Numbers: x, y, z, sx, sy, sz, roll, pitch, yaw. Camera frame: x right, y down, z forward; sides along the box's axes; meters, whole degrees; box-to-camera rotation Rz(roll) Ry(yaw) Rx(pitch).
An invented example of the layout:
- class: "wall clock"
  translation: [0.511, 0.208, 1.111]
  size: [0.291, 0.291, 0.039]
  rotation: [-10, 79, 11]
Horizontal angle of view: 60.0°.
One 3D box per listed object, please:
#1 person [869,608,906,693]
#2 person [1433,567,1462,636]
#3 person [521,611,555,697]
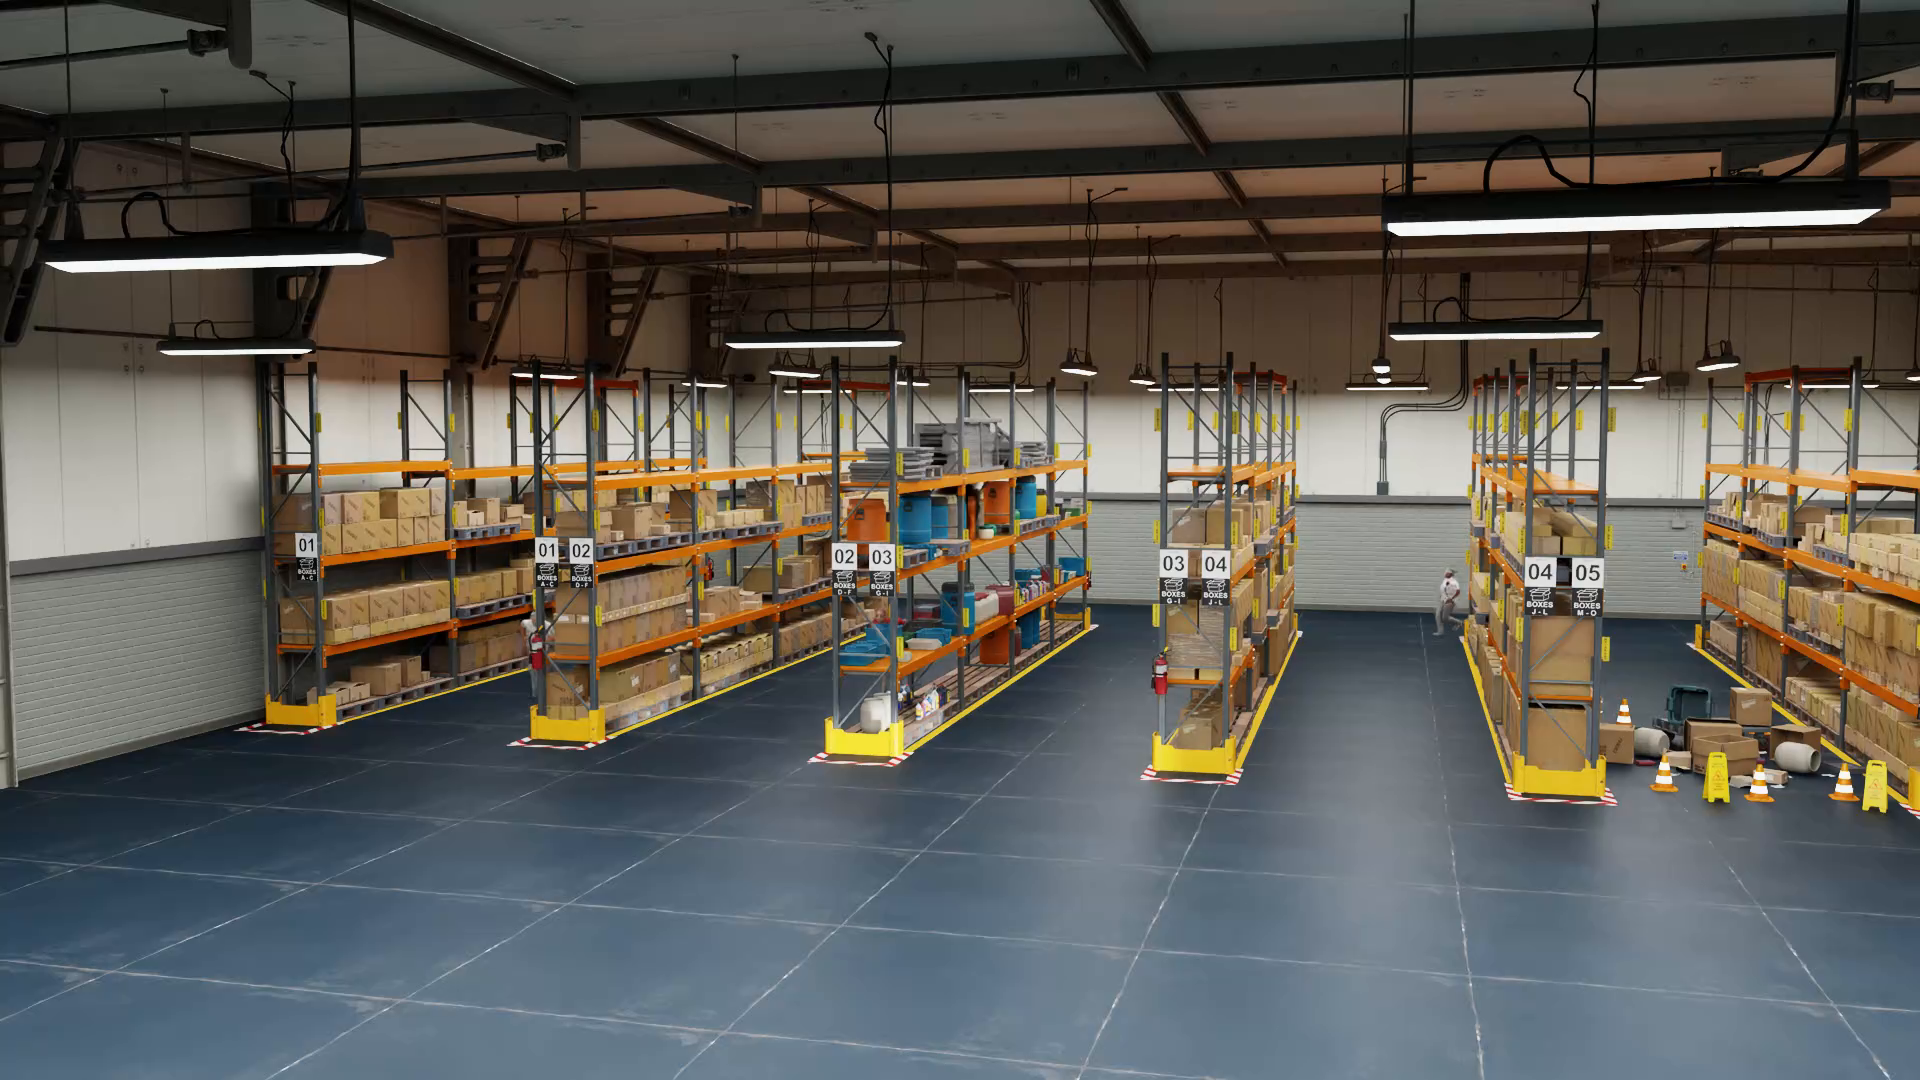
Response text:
- class: "person"
  translation: [-1.296, 2.063, 30.620]
  size: [0.707, 1.697, 1.007]
  rotation: [1, 4, 18]
- class: "person"
  translation: [11.523, 1.448, 39.094]
  size: [0.657, 1.647, 0.647]
  rotation: [-1, 4, -14]
- class: "person"
  translation: [-7.796, 2.080, 30.812]
  size: [0.654, 1.631, 1.023]
  rotation: [0, 4, 1]
